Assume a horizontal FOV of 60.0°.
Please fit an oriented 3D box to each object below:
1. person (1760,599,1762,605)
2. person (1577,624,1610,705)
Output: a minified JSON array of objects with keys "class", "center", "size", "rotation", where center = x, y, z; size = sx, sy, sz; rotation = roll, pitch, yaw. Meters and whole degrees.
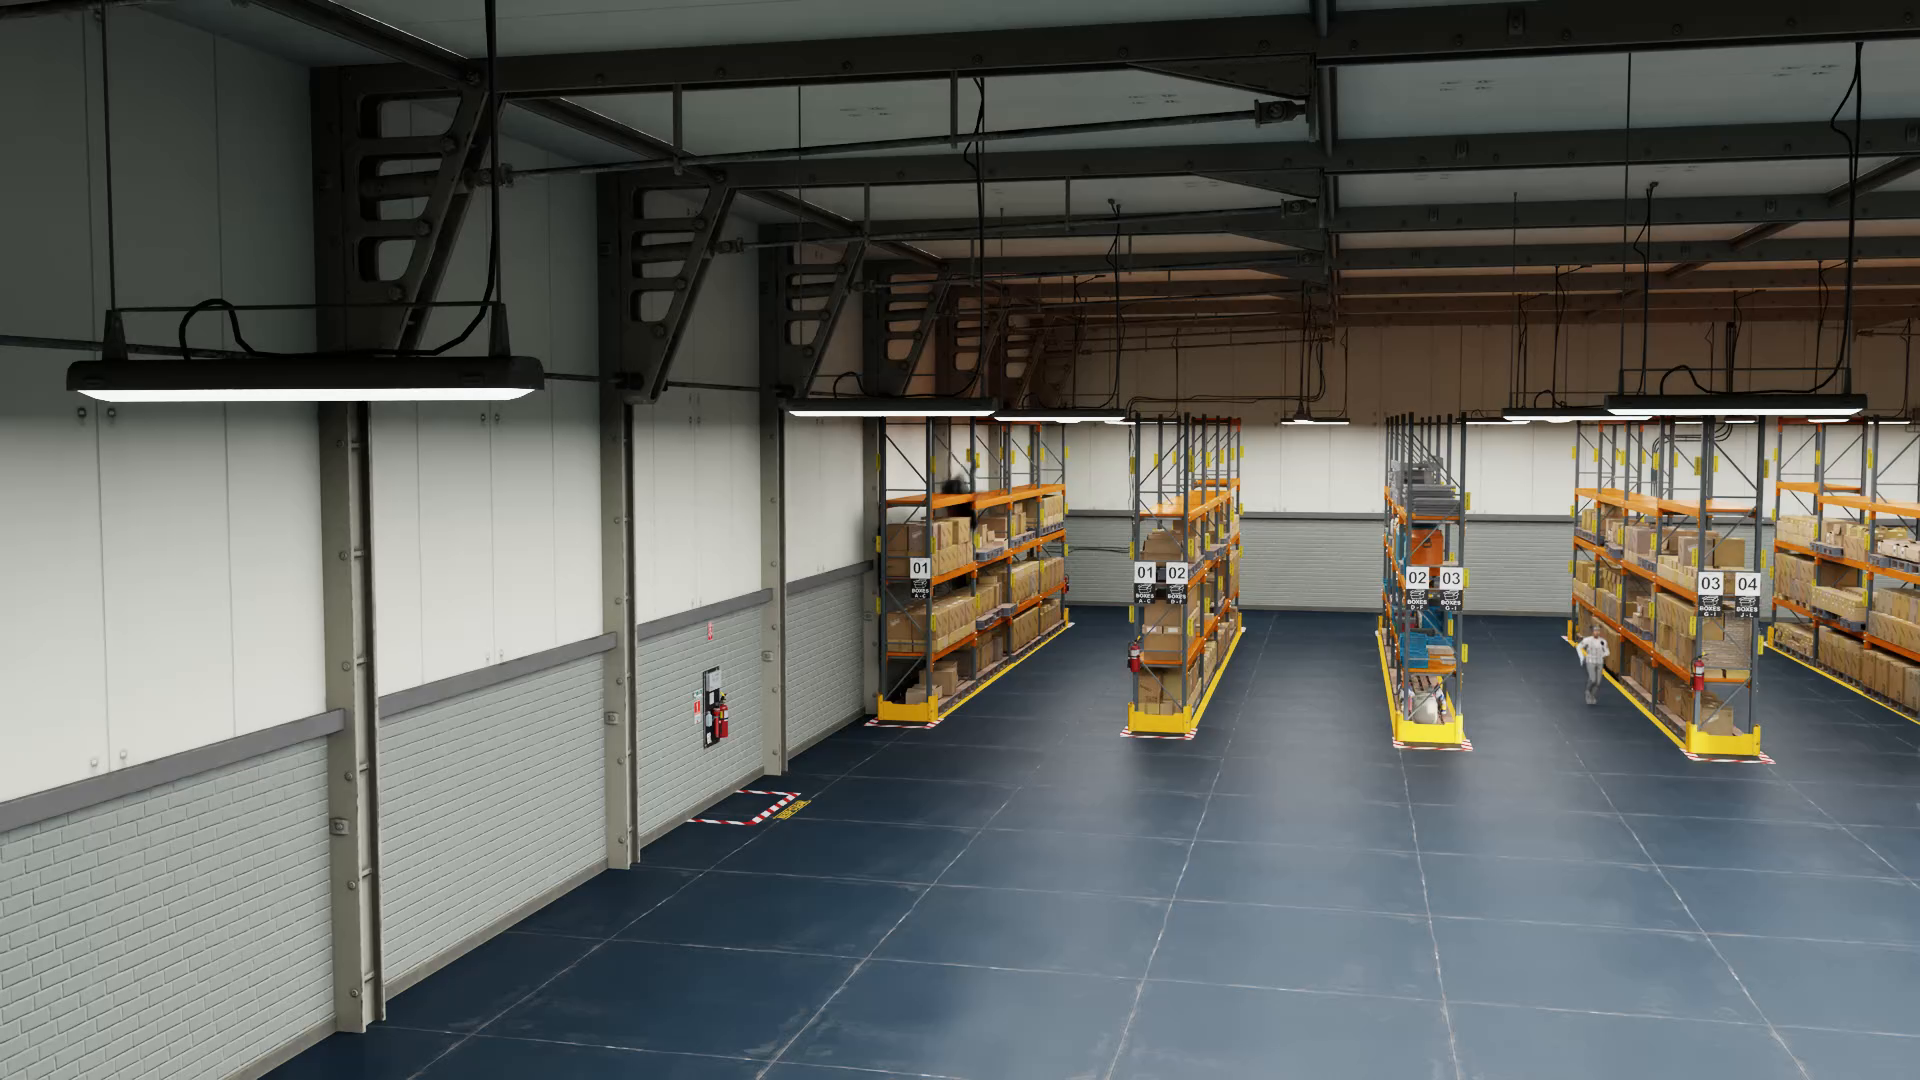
[{"class":"person","center":[21.217,1.918,44.770],"size":[0.734,1.528,0.609],"rotation":[0,4,-2]},{"class":"person","center":[13.078,2.558,34.262],"size":[0.587,1.674,0.656],"rotation":[0,4,3]}]
